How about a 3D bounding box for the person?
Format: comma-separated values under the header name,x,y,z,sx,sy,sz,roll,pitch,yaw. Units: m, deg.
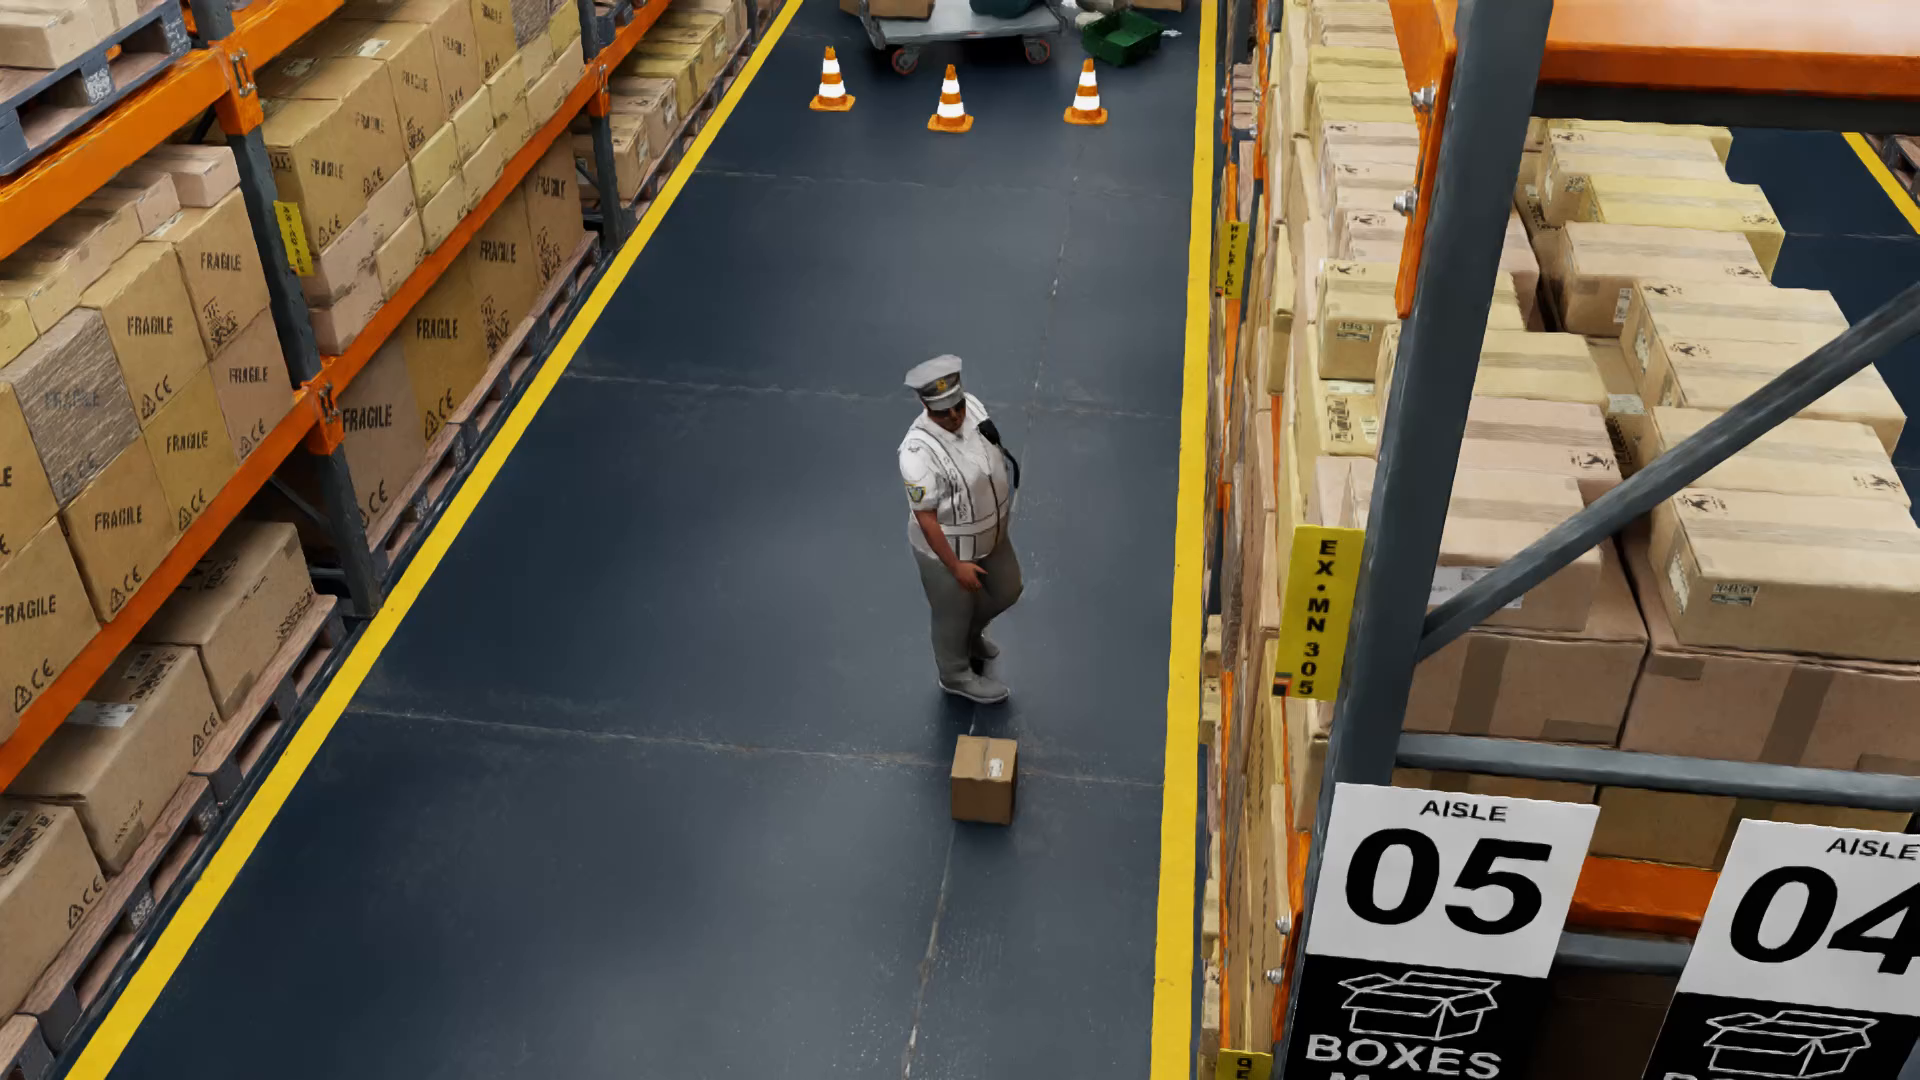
name,x,y,z,sx,sy,sz,roll,pitch,yaw
person,0.014,-0.021,7.089,0.447,1.790,0.646,21,41,26
